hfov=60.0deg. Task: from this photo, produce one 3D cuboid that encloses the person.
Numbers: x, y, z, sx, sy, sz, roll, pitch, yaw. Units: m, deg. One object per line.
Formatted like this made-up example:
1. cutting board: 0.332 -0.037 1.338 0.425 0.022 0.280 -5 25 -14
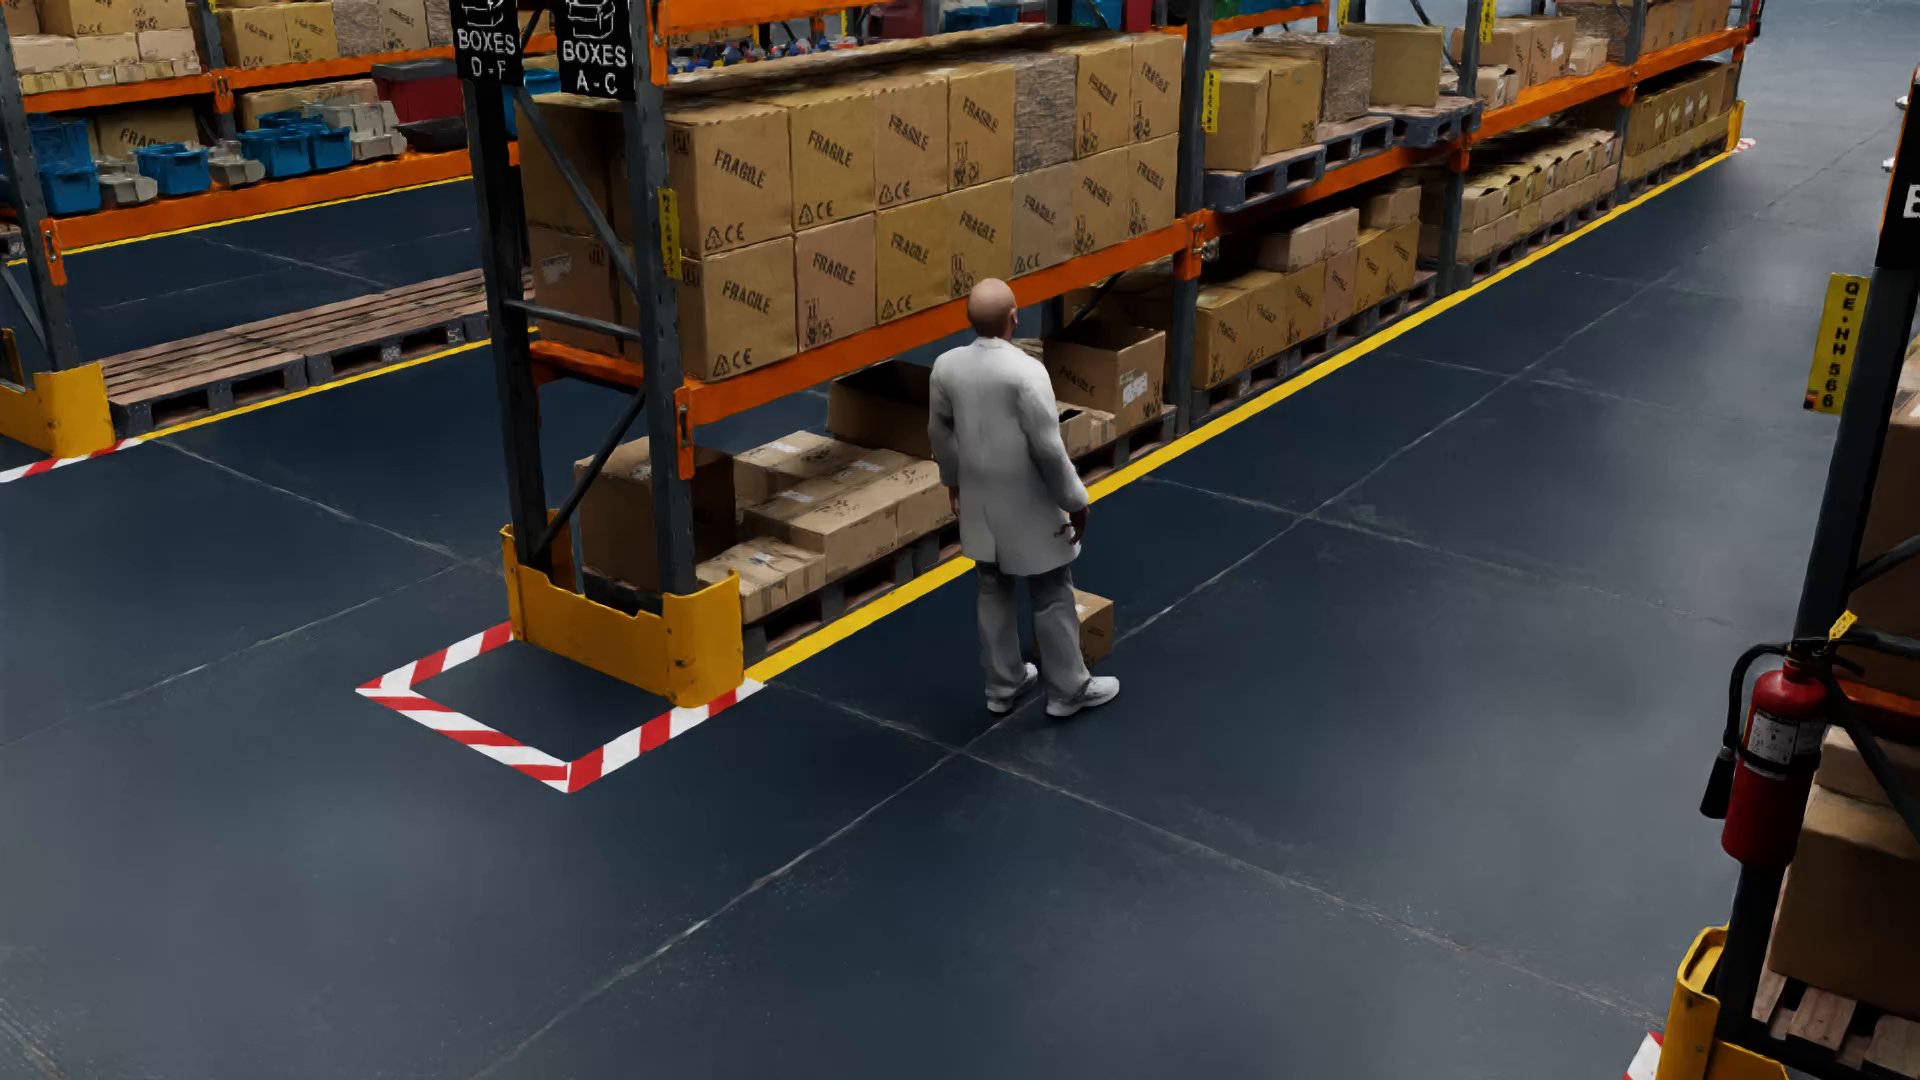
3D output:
1. person: 0.248 -0.175 6.502 0.694 1.775 0.582 17 29 35
